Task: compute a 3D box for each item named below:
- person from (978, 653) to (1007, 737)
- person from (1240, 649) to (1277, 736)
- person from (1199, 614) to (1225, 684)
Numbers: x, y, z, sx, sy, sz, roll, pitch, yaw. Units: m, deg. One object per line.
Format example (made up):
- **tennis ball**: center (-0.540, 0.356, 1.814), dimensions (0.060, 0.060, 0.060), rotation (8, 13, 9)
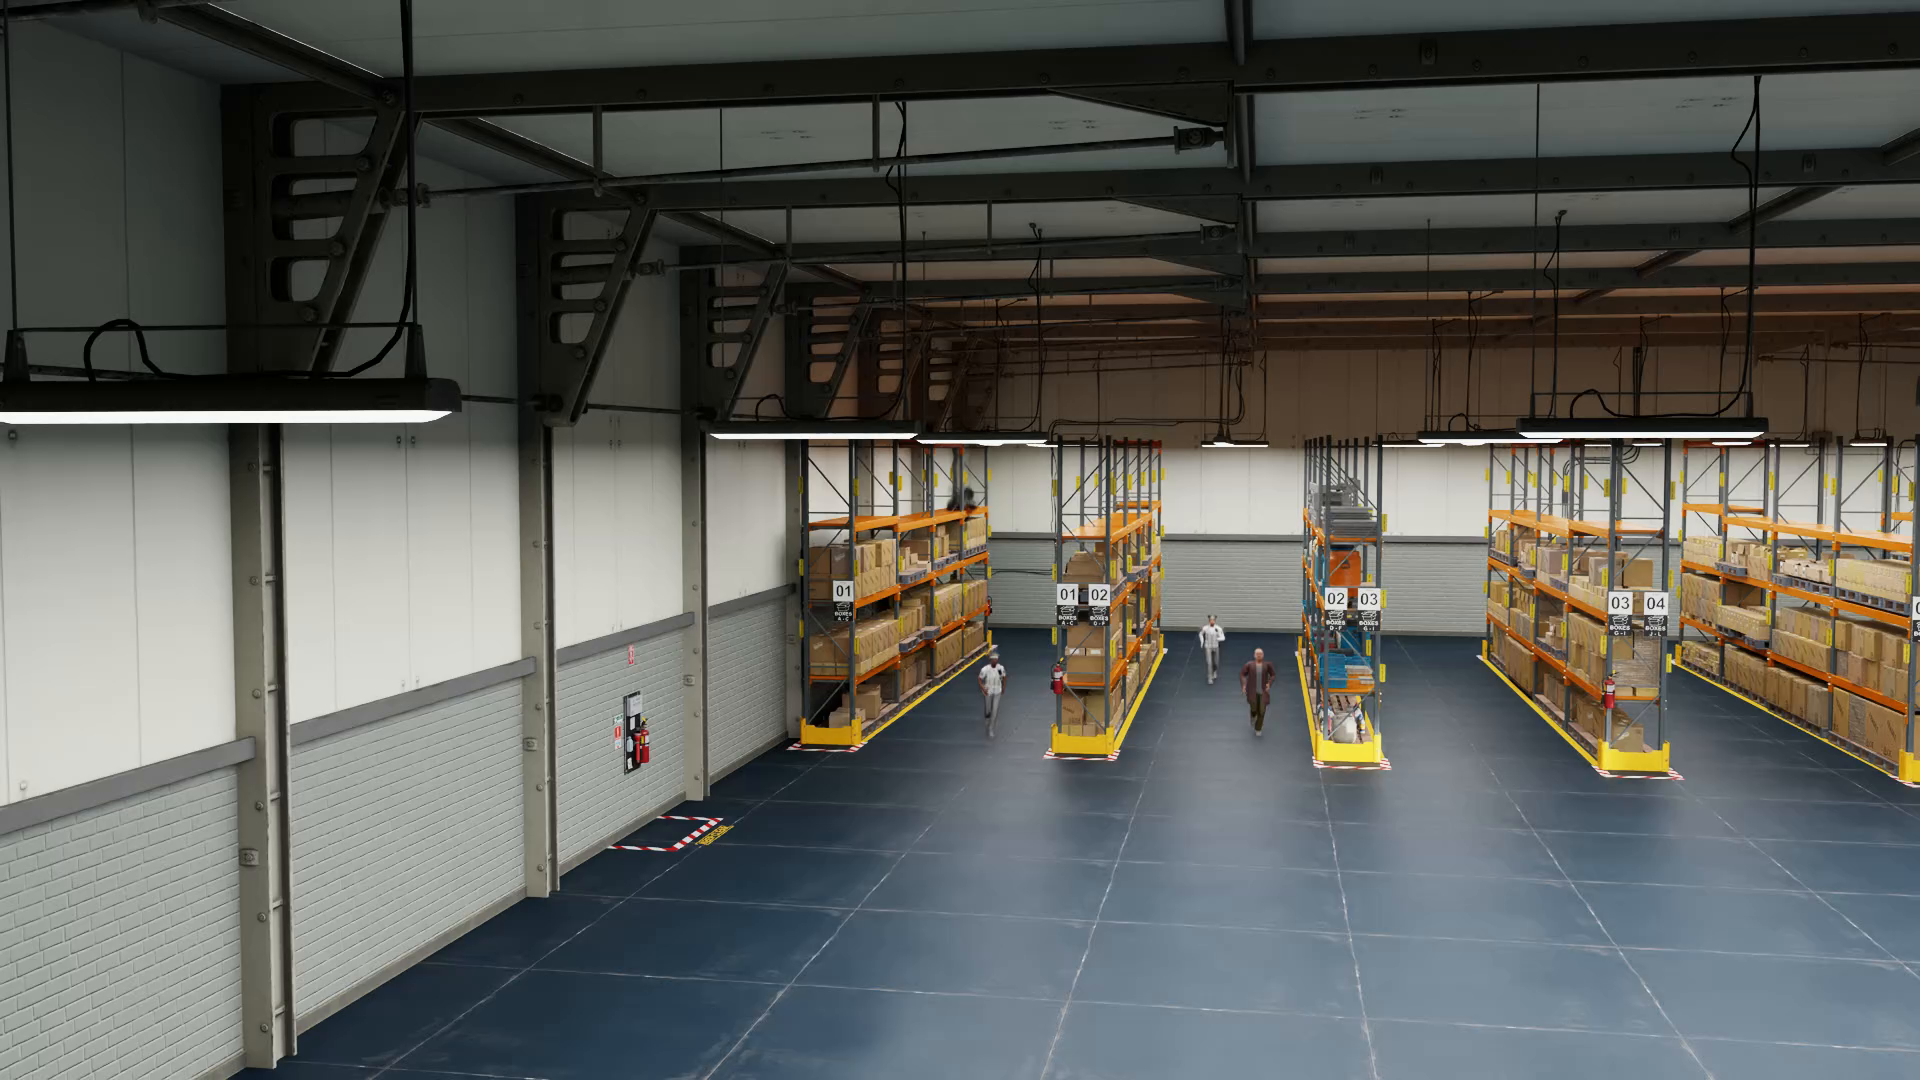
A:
- **person**: center (0.664, 3.089, 33.565), dimensions (0.600, 1.680, 0.766), rotation (0, 3, -6)
- **person**: center (6.010, 3.060, 33.507), dimensions (0.723, 1.747, 0.634), rotation (0, 3, 6)
- **person**: center (6.192, 2.657, 40.857), dimensions (0.618, 1.666, 0.898), rotation (0, 3, 6)
